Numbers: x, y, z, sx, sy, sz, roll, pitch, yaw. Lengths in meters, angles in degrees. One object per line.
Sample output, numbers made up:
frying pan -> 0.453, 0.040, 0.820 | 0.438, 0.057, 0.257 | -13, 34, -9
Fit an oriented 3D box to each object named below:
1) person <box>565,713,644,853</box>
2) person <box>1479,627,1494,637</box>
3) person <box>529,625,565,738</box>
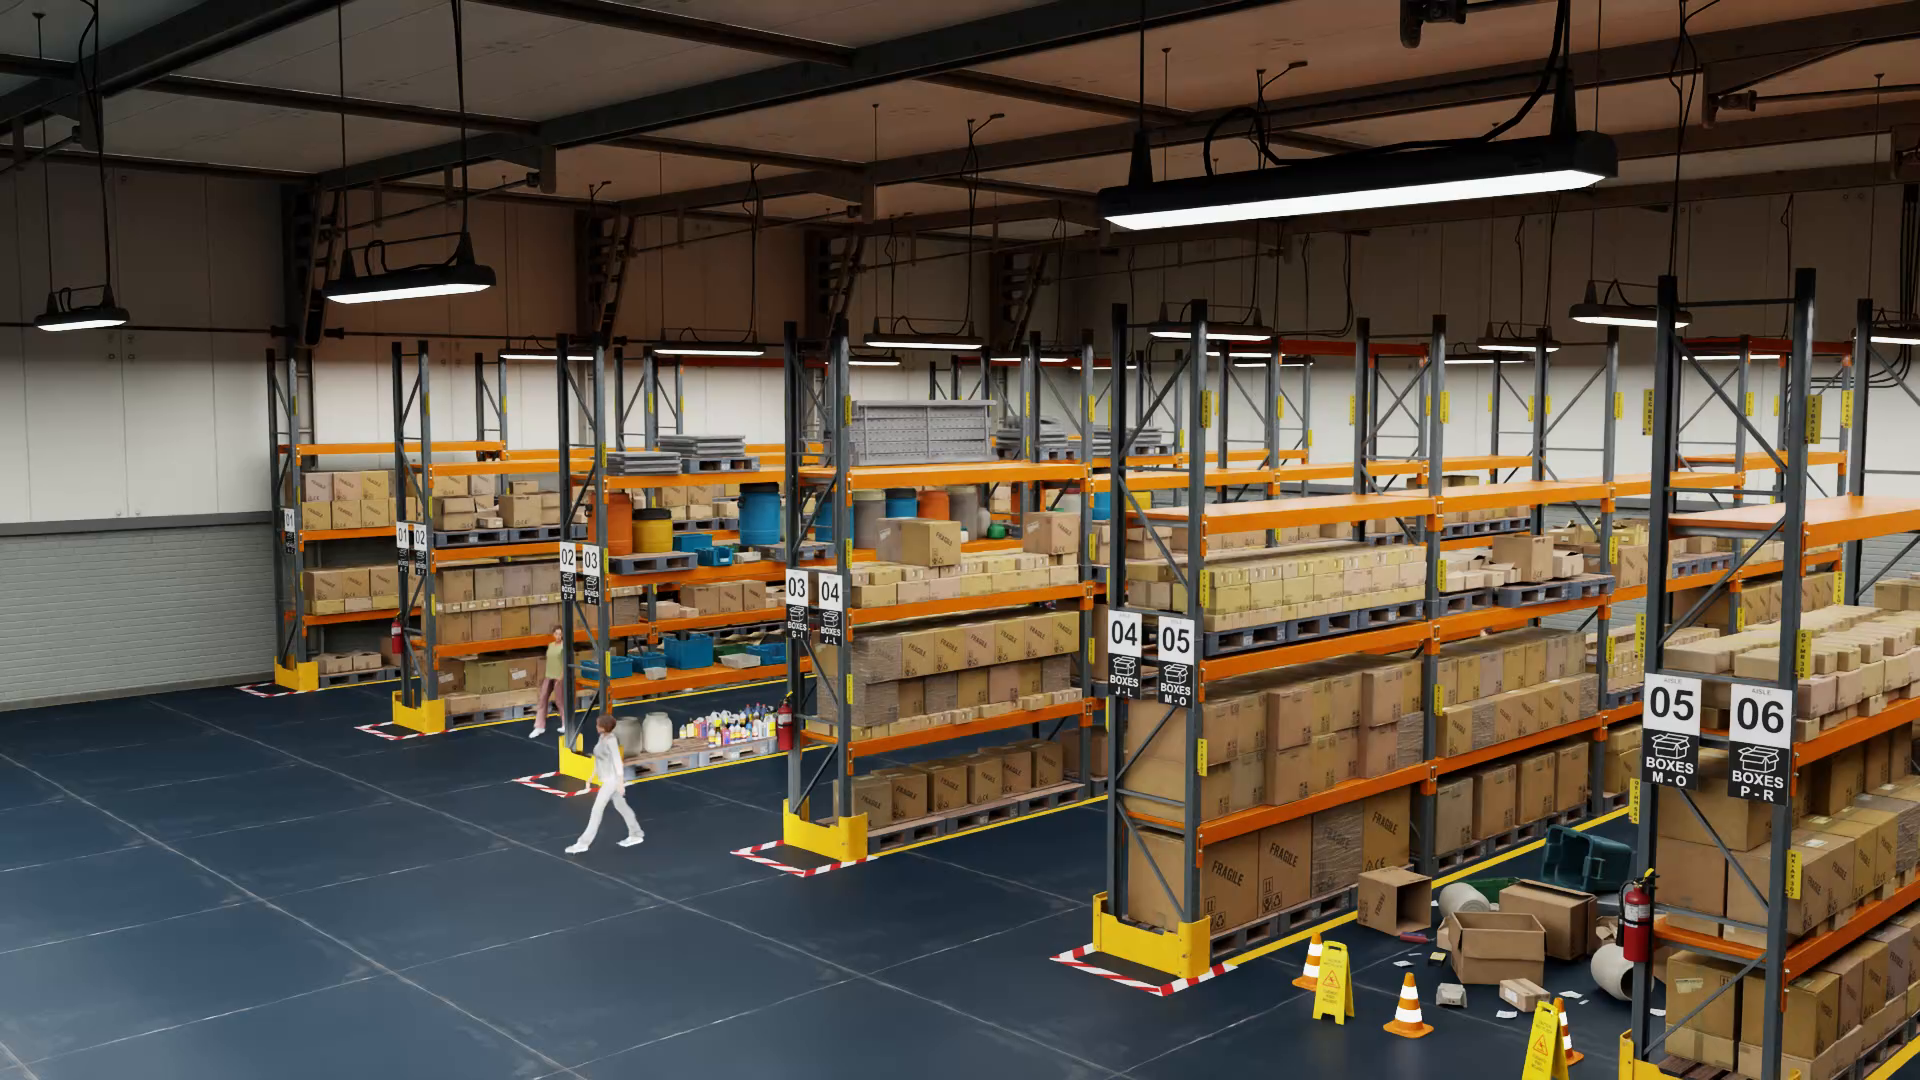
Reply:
person -> -4.044, 2.754, 18.851 | 0.911, 1.520, 0.449 | -2, 5, -20
person -> 7.959, 2.132, 25.419 | 1.008, 1.614, 0.532 | -4, 6, -38
person -> -6.242, 2.149, 25.419 | 0.472, 1.663, 0.762 | 2, 5, 21
